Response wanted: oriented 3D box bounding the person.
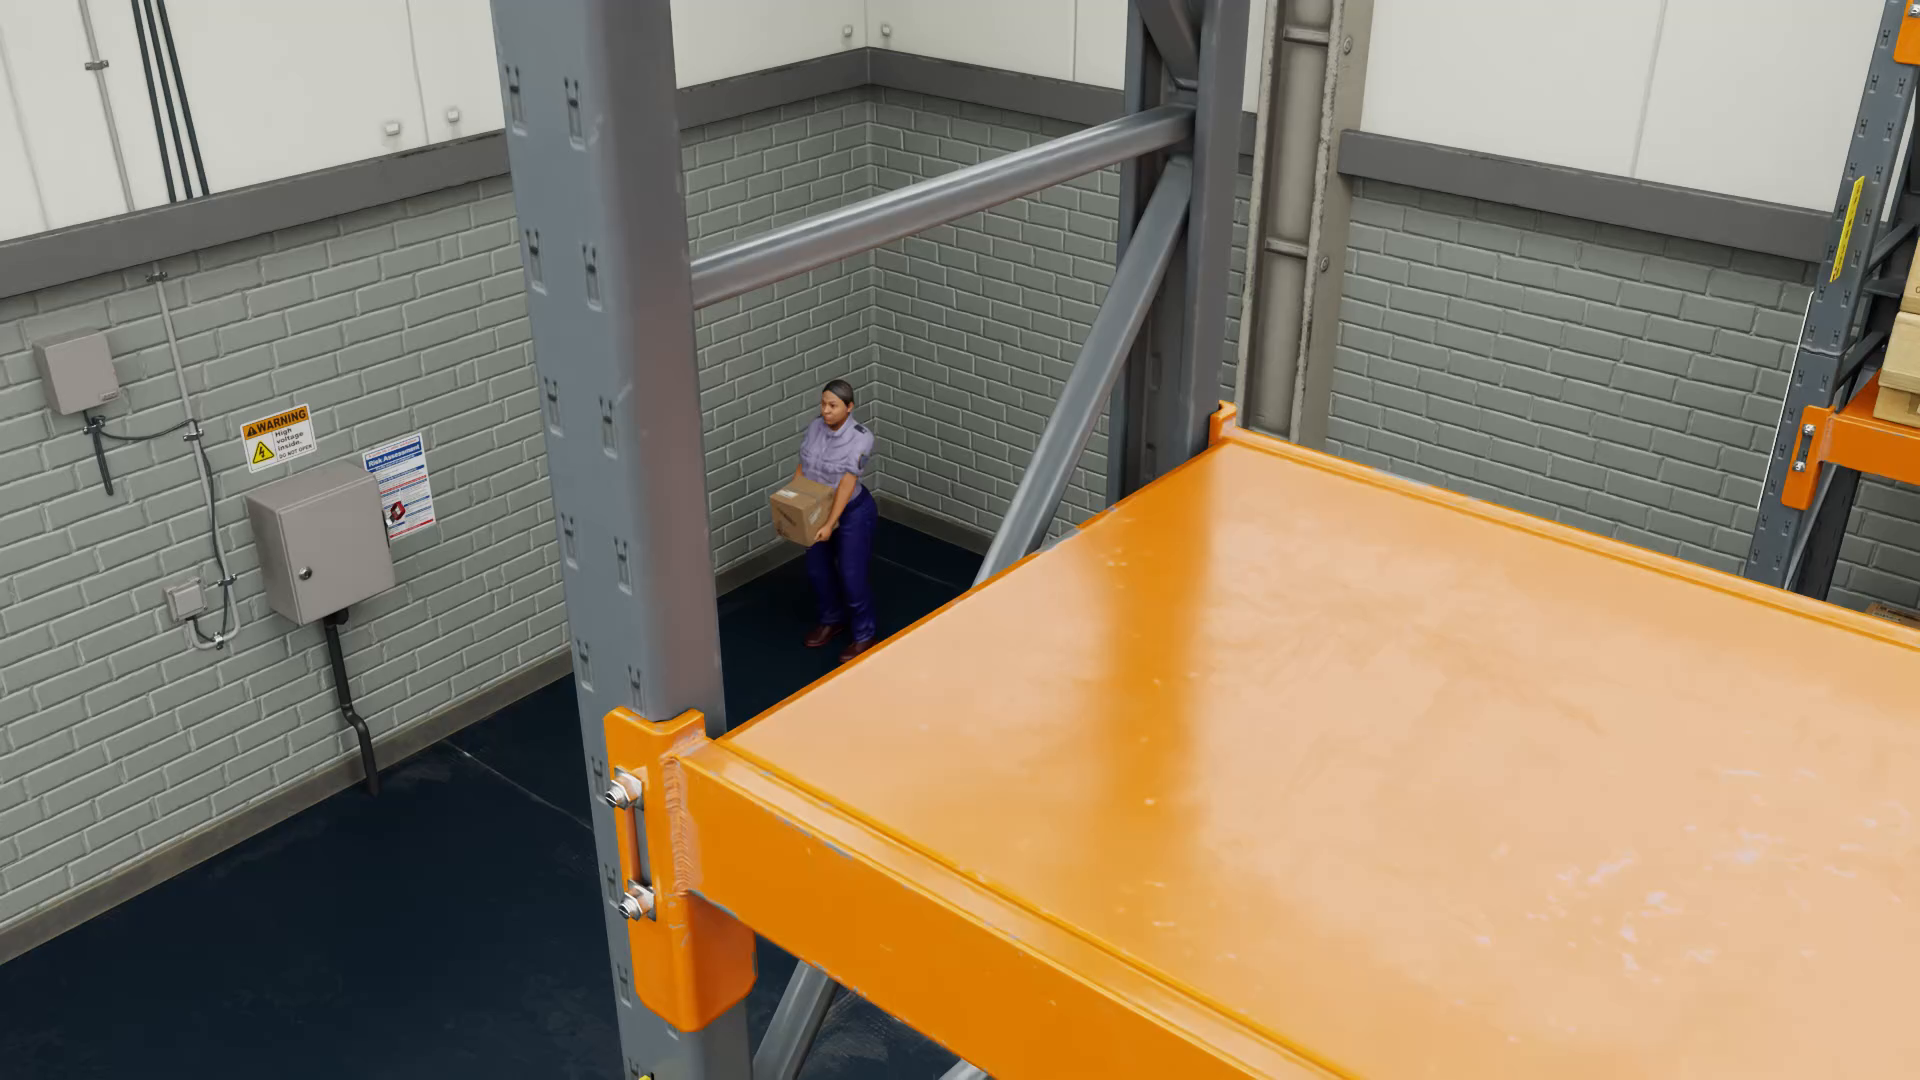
[{"bbox_3d":[-0.718,-0.092,9.235,0.435,1.643,0.525,20,34,34],"label":"person"}]
